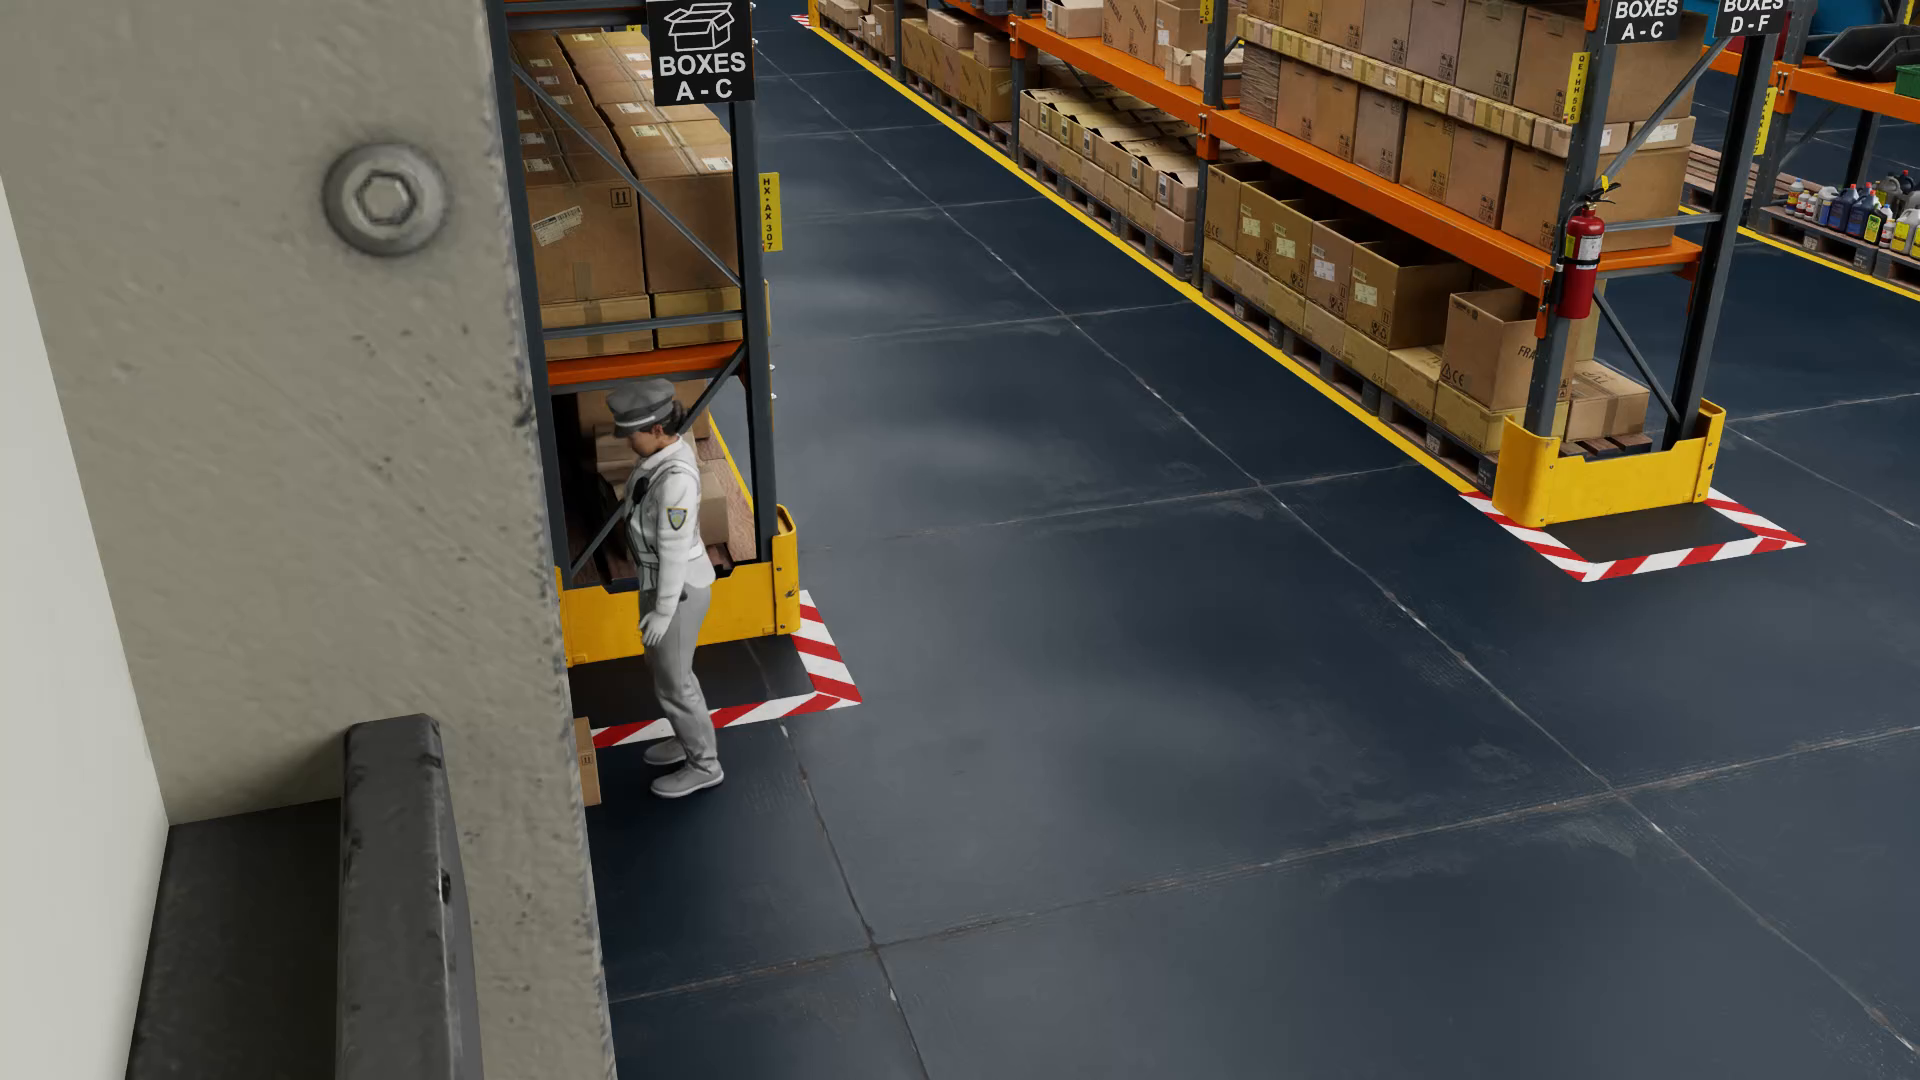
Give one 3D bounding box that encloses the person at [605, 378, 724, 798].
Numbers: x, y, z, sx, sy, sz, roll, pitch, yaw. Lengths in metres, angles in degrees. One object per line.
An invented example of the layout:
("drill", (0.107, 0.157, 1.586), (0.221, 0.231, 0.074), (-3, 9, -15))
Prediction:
("person", (-1.089, 0.195, 6.240), (0.333, 1.661, 0.476), (-8, 28, -15))
